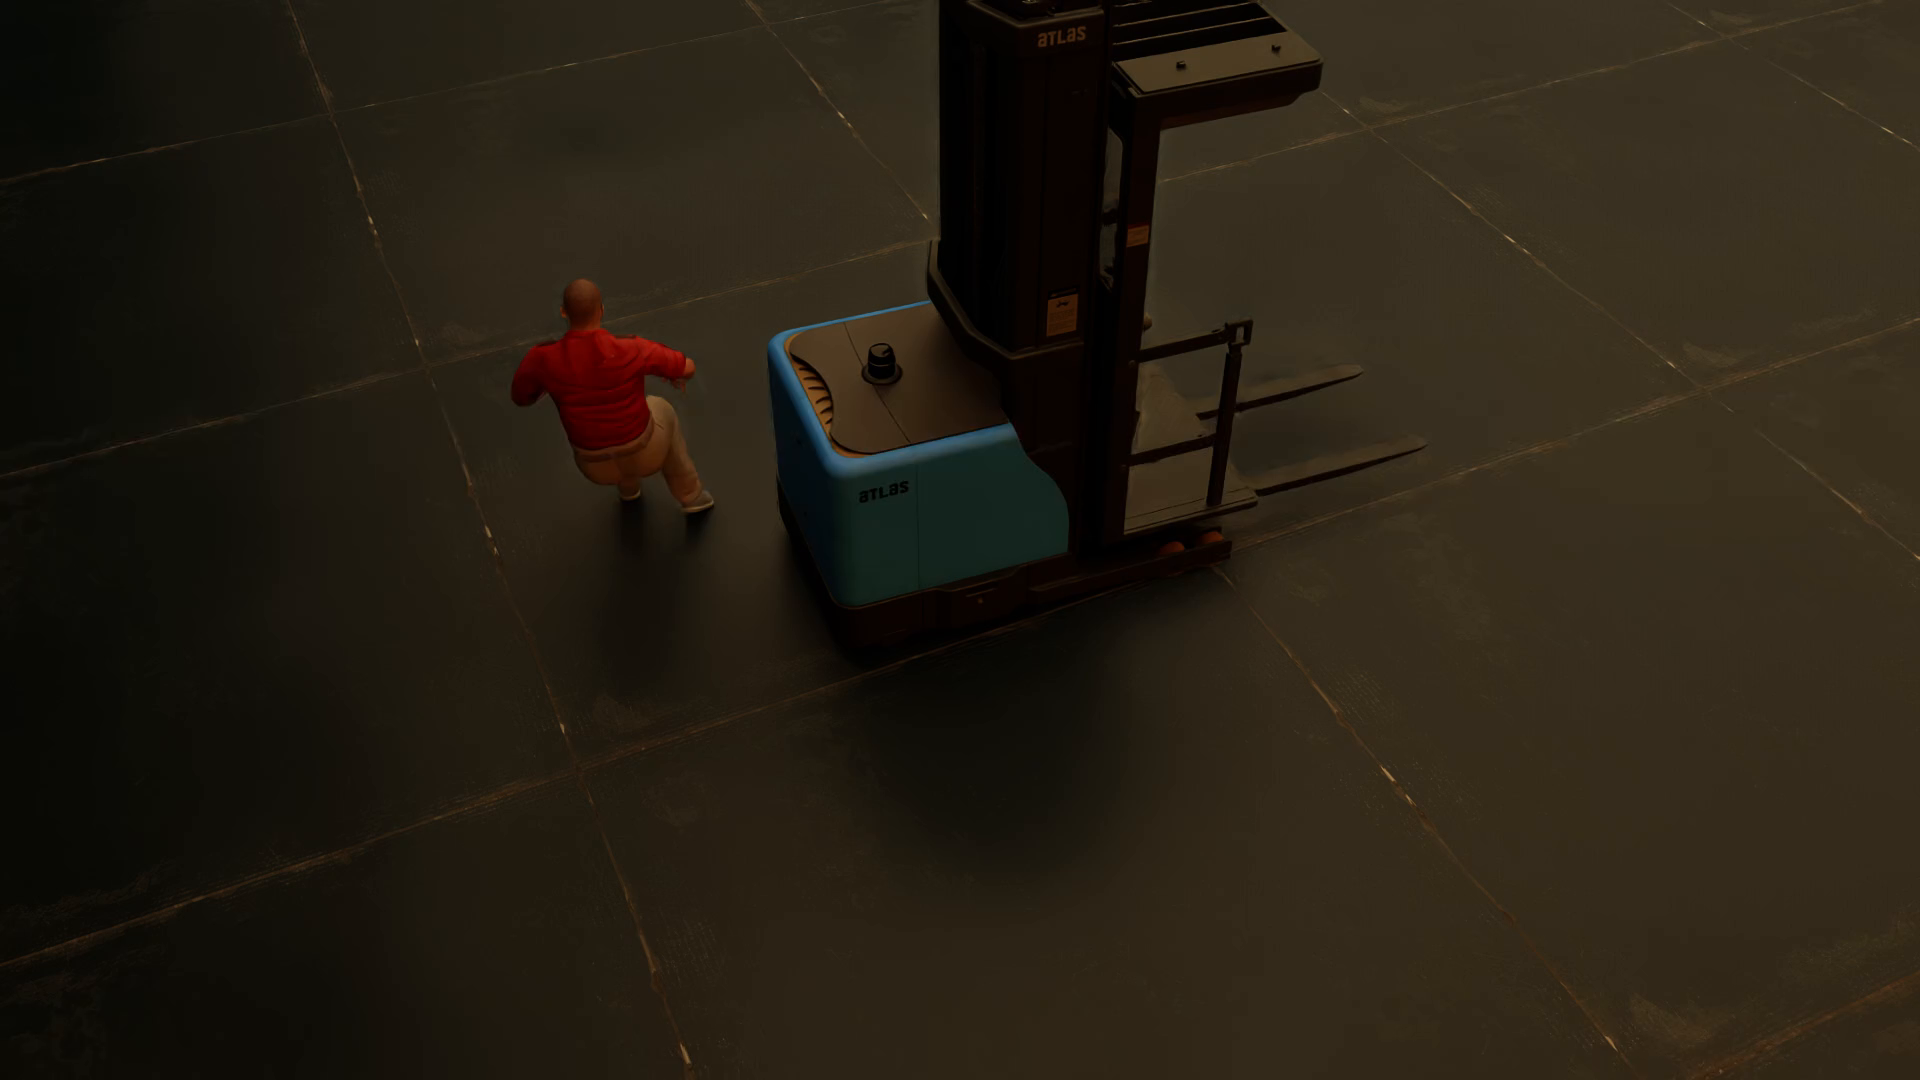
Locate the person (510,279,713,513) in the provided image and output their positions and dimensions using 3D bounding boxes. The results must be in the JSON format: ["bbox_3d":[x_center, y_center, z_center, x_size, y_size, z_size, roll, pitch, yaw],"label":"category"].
[{"bbox_3d":[-1.569,-0.634,7.463,0.793,1.525,0.856,-7,43,-8],"label":"person"}]

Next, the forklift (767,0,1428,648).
[{"bbox_3d":[0.721,-1.225,6.993,3.031,2.935,1.130,-14,45,-15],"label":"forklift"}]
